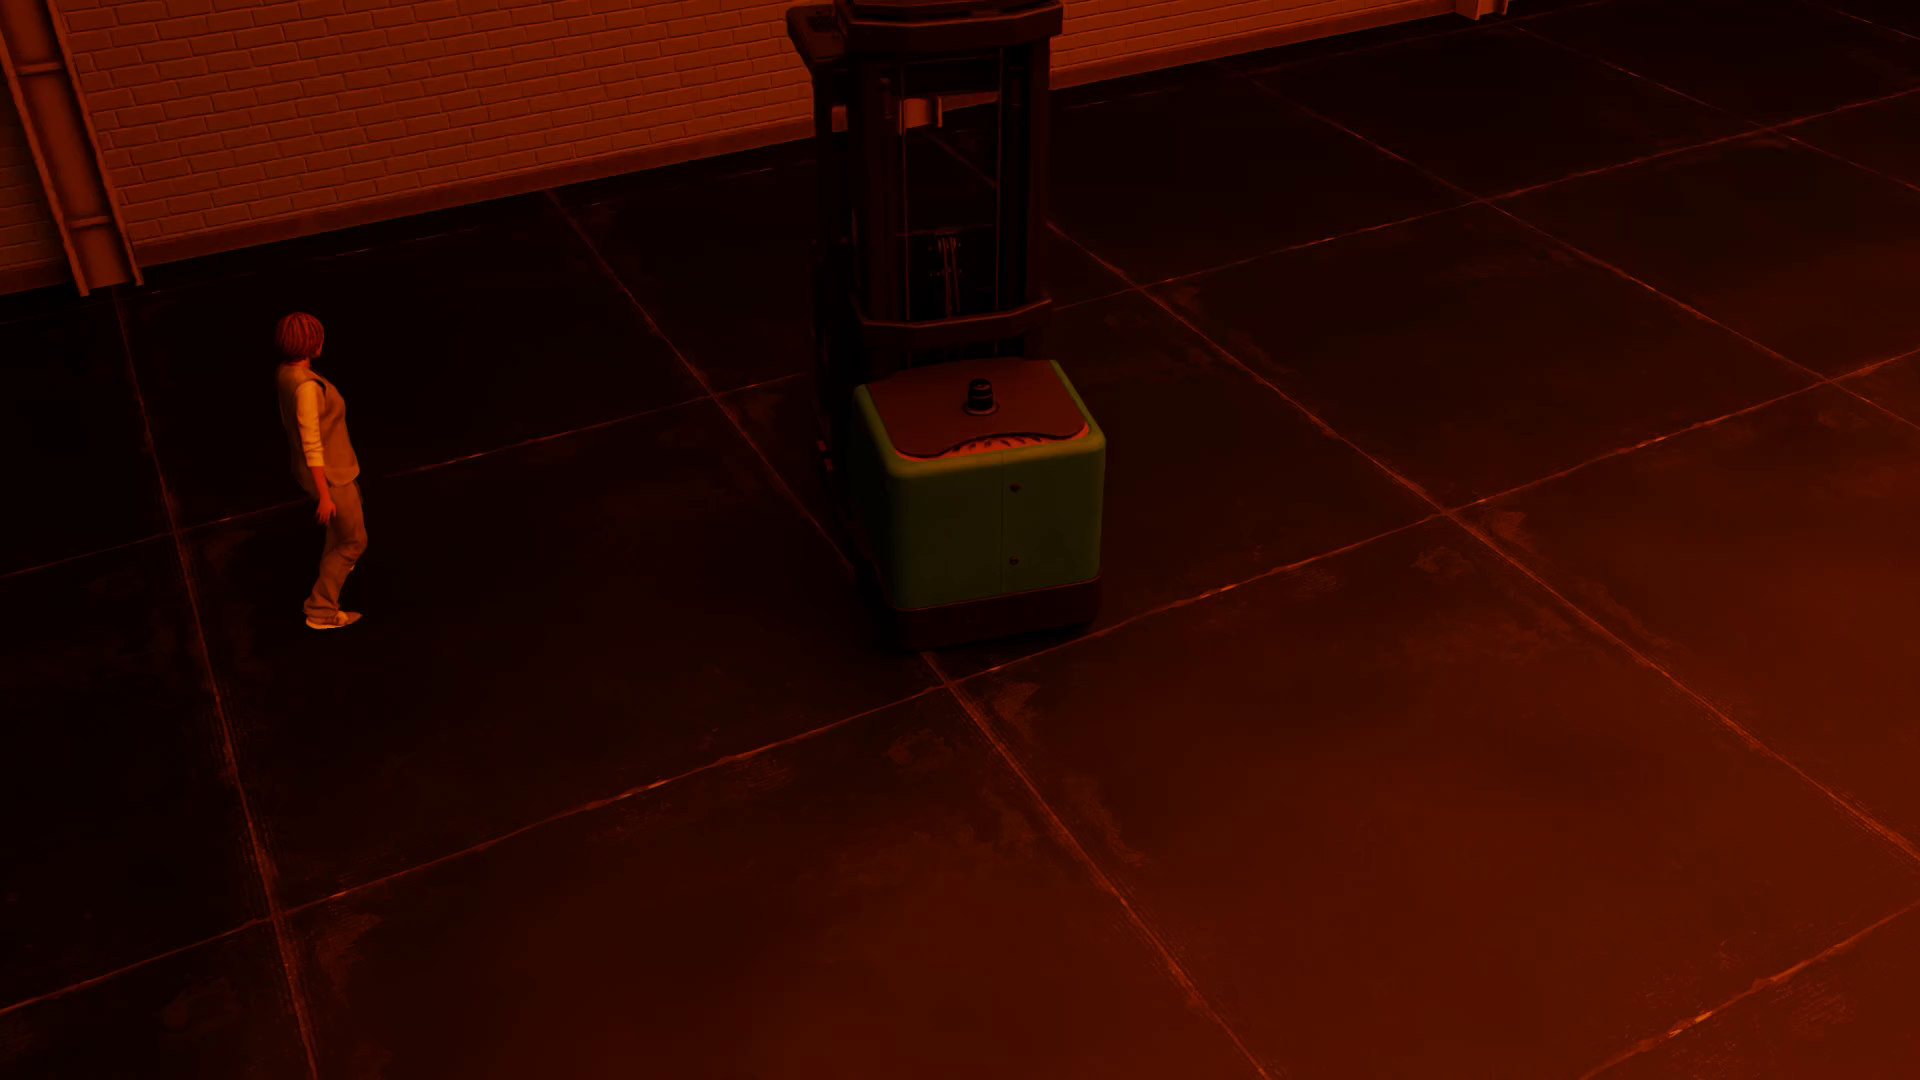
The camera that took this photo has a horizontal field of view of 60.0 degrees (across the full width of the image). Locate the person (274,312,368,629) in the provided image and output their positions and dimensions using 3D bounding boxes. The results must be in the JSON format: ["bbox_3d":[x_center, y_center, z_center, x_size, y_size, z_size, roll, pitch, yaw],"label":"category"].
[{"bbox_3d":[-3.026,-0.291,7.782,0.427,1.569,0.745,-18,39,-23],"label":"person"}]

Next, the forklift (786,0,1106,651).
[{"bbox_3d":[-0.196,-1.525,8.281,1.130,2.935,3.031,-9,36,-12],"label":"forklift"}]
